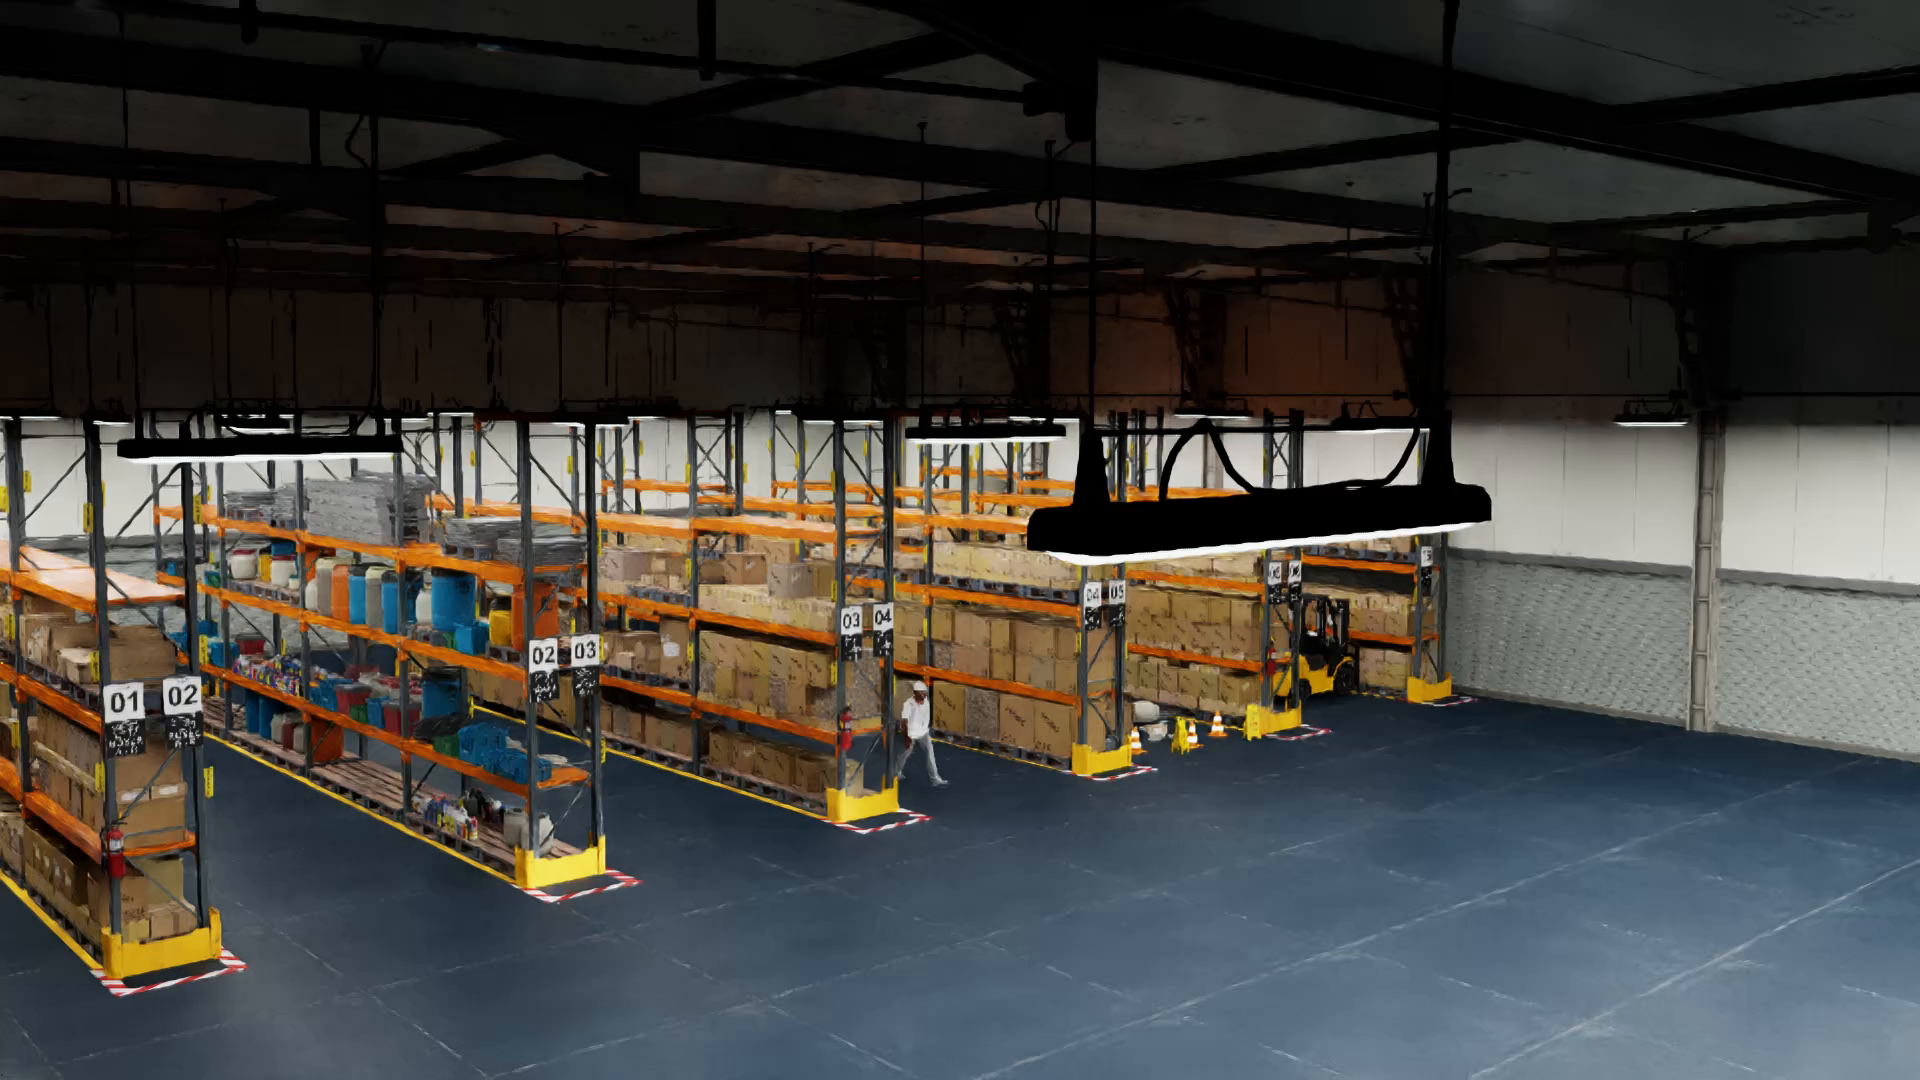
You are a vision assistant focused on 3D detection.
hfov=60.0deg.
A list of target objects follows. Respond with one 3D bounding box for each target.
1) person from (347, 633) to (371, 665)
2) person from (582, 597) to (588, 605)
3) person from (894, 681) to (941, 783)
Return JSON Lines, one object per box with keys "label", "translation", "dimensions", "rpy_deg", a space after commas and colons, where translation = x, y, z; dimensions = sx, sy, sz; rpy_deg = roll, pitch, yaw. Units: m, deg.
{"label": "person", "translation": [-13.292, 2.274, 36.758], "dimensions": [0.470, 1.647, 0.455], "rpy_deg": [0, 5, 0]}
{"label": "person", "translation": [-9.729, 1.626, 43.409], "dimensions": [0.759, 1.771, 0.529], "rpy_deg": [1, 5, 15]}
{"label": "person", "translation": [-0.741, 3.082, 26.970], "dimensions": [0.577, 1.638, 0.942], "rpy_deg": [-4, 6, -39]}
